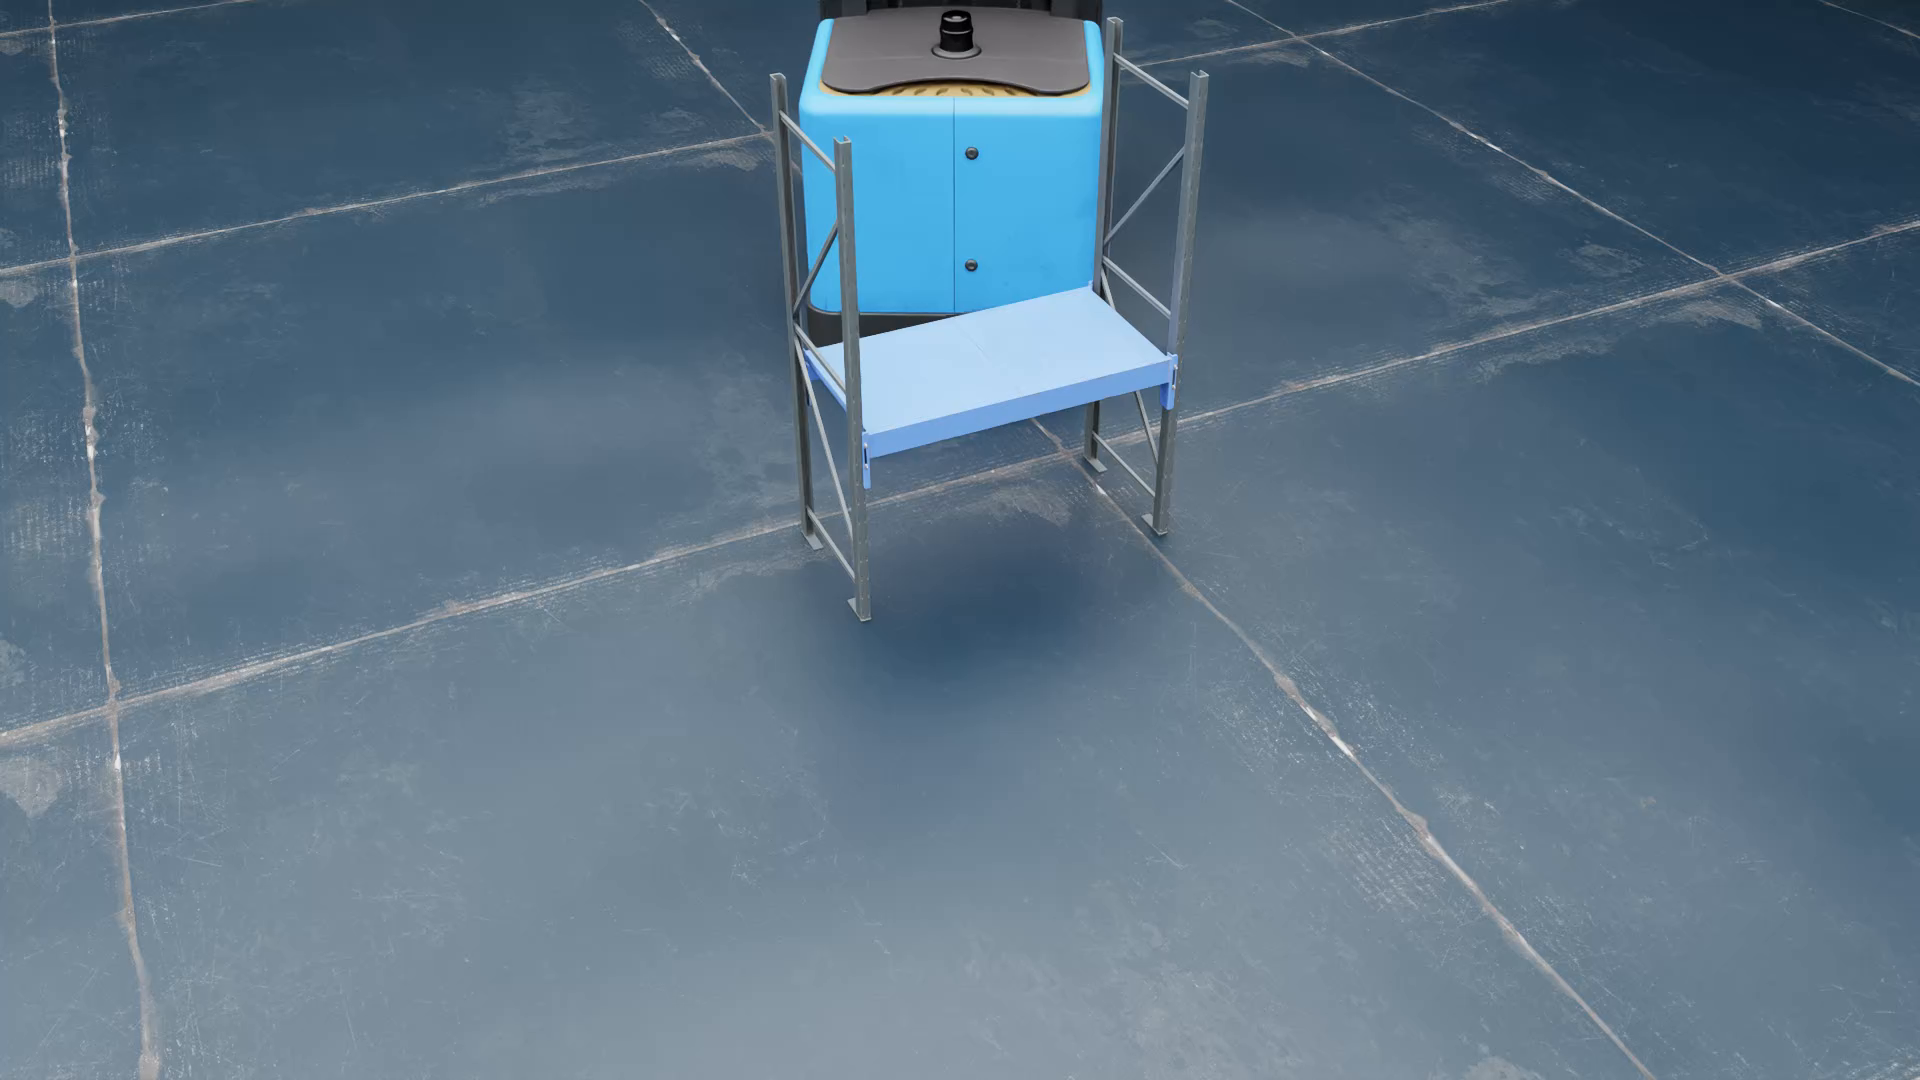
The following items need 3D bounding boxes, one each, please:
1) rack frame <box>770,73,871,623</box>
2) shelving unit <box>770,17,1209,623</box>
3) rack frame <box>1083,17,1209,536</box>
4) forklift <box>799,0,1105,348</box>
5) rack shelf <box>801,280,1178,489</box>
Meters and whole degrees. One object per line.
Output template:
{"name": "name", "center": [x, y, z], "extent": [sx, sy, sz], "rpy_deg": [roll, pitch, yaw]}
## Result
{"name": "rack frame", "center": [-0.383, -0.495, 4.659], "extent": [0.032, 1.500, 0.500], "rpy_deg": [-16, 39, -20]}
{"name": "shelving unit", "center": [0.077, -0.624, 4.832], "extent": [1.048, 1.500, 0.538], "rpy_deg": [-16, 39, -20]}
{"name": "rack frame", "center": [0.537, -0.753, 5.006], "extent": [0.032, 1.500, 0.500], "rpy_deg": [-16, 39, -20]}
{"name": "forklift", "center": [0.009, -2.610, 6.309], "extent": [1.130, 2.935, 3.031], "rpy_deg": [1, 37, 1]}
{"name": "rack shelf", "center": [0.077, -0.480, 4.939], "extent": [1.000, 0.185, 0.538], "rpy_deg": [-16, 39, -20]}
